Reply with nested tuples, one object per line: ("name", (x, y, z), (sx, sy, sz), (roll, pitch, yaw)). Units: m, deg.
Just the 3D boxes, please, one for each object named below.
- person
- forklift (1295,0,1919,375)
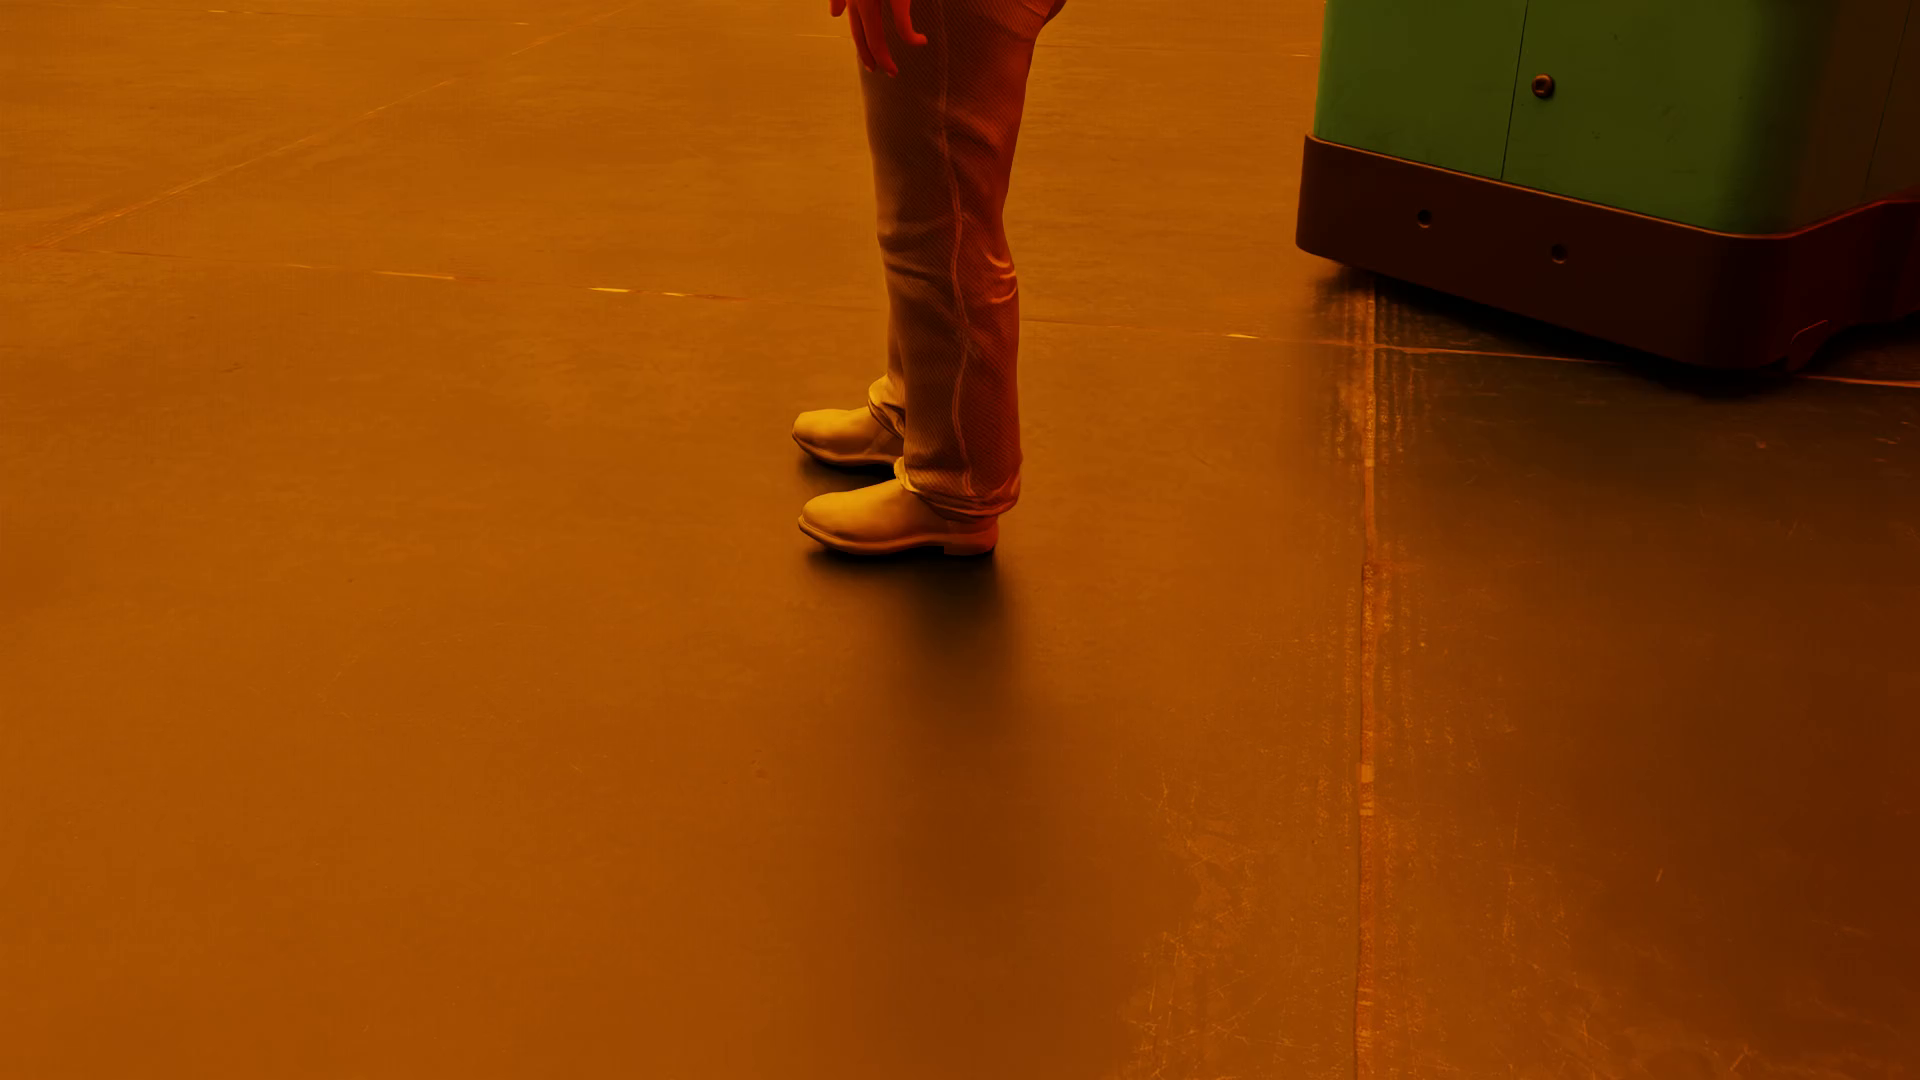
("person", (-0.060, -0.806, 2.117), (0.566, 1.770, 0.634), (6, 27, 11))
("forklift", (2.188, -2.141, 3.489), (3.031, 2.935, 1.130), (-20, 33, -35))
